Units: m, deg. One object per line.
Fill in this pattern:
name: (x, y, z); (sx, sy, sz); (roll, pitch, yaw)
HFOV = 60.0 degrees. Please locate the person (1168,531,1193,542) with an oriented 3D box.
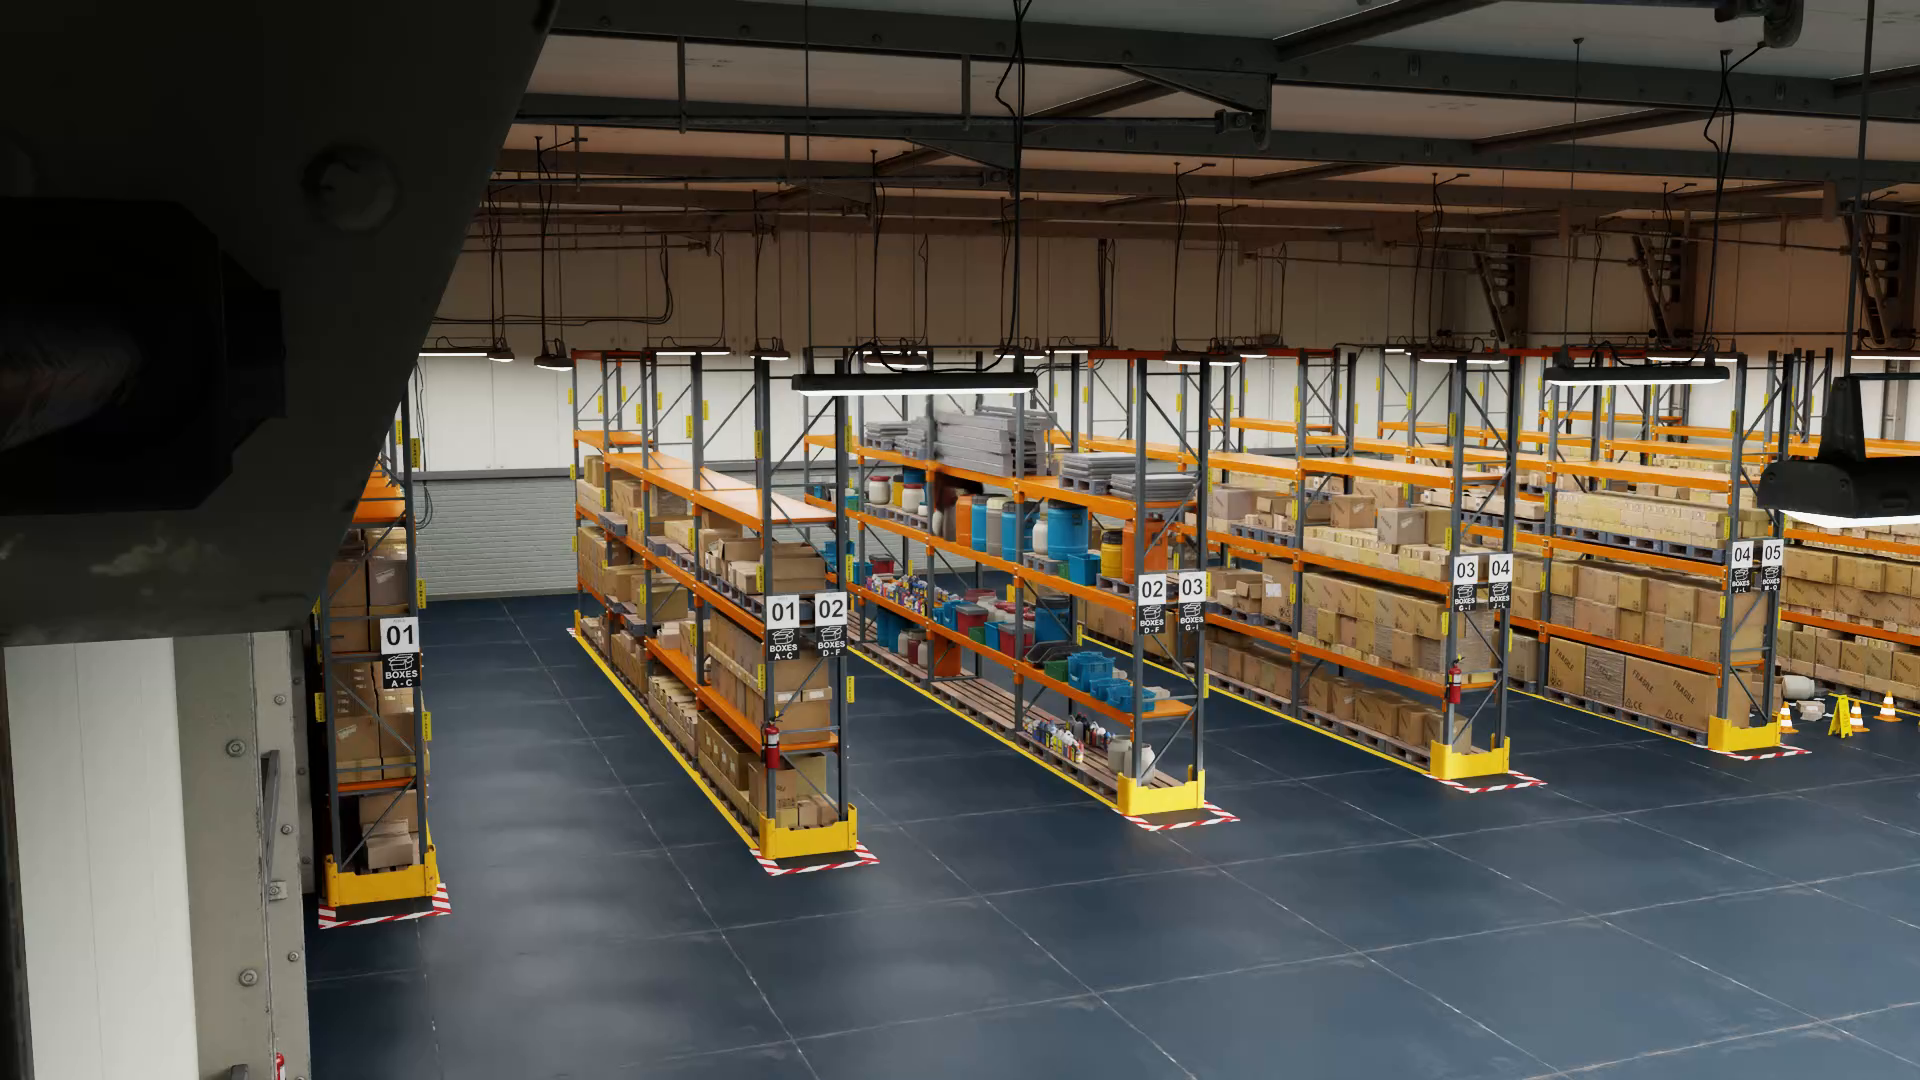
person: (5.219, 0.392, 41.325); (0.975, 1.620, 0.854); (-1, 7, -10)

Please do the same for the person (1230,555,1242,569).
person: (6.763, 0.255, 41.807); (0.993, 1.760, 0.672); (-3, 8, -21)
